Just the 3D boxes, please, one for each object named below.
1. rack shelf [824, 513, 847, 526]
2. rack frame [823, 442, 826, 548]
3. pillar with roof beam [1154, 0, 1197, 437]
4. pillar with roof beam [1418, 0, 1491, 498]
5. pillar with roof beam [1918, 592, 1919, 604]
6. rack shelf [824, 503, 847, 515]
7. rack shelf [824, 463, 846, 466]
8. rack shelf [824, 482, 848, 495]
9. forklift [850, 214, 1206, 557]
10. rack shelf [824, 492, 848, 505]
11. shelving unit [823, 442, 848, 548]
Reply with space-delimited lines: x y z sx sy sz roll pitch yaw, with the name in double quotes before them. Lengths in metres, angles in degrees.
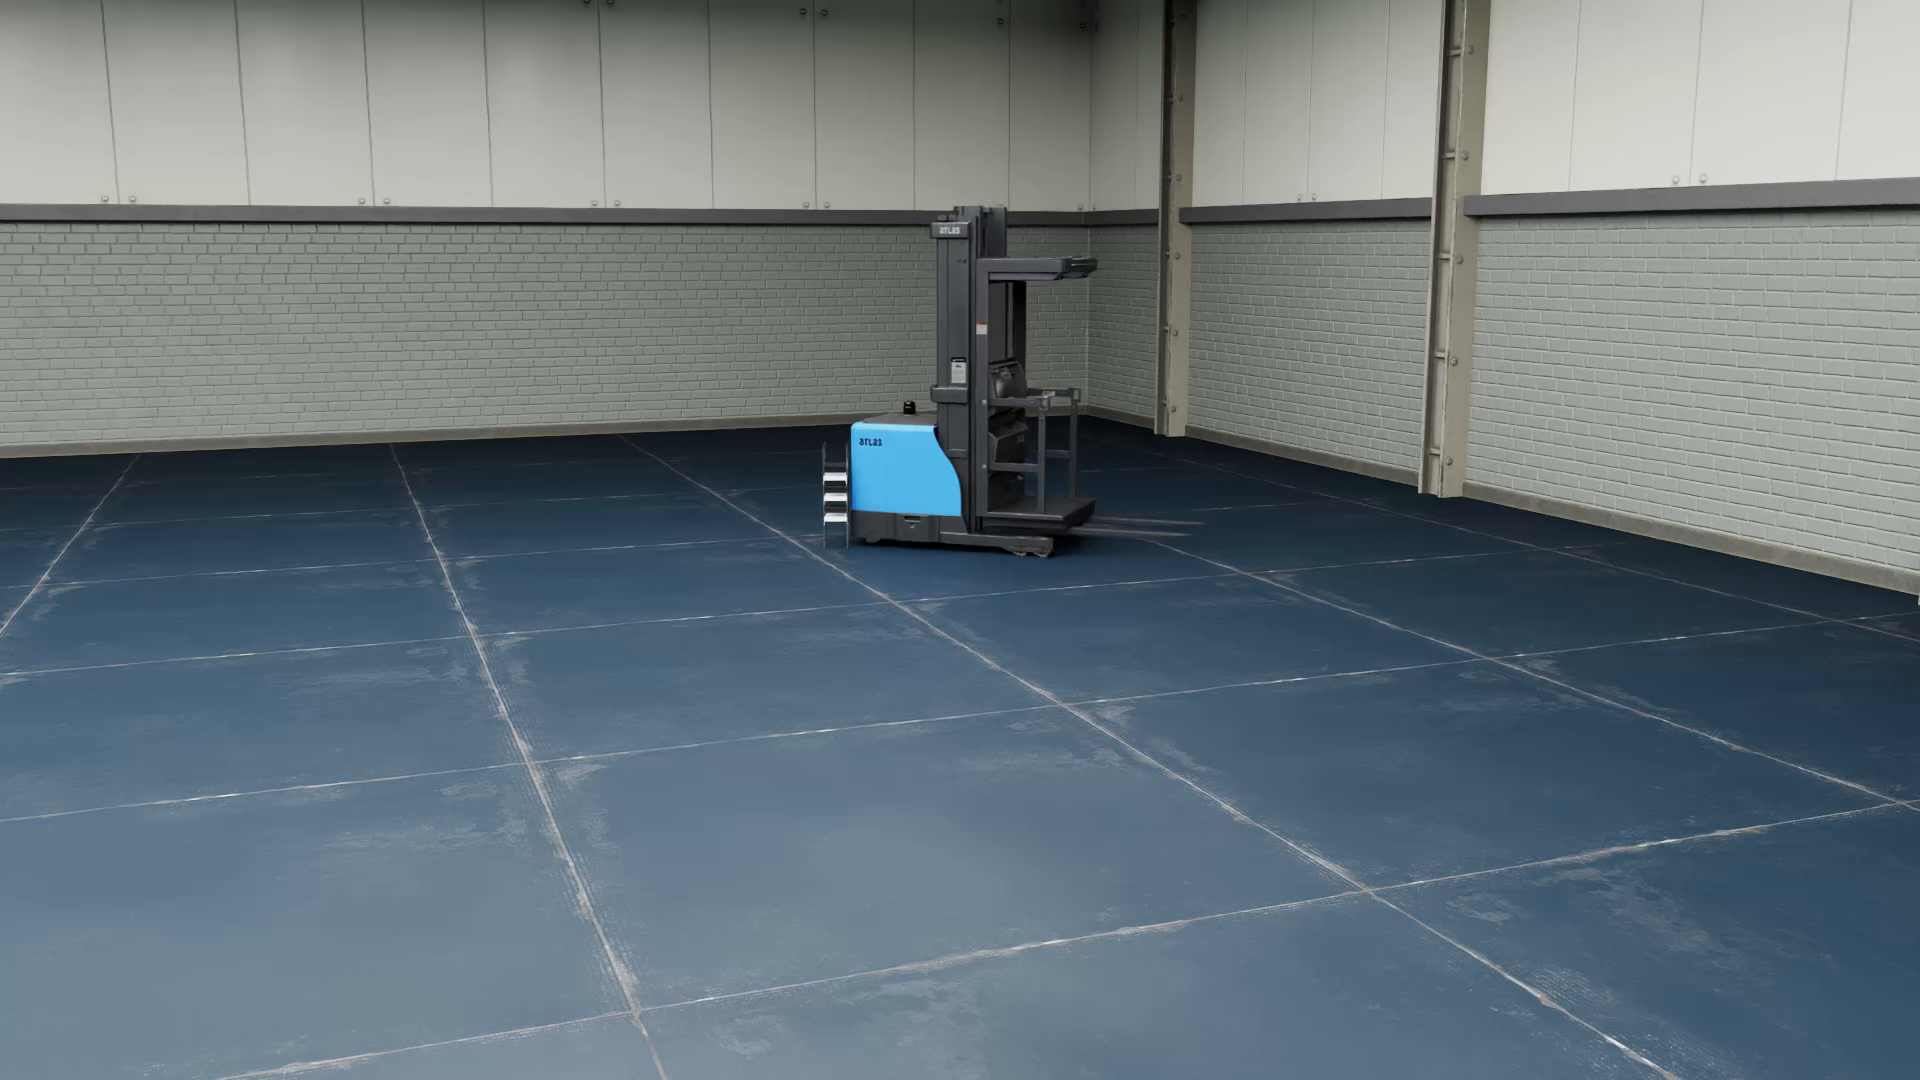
"rack shelf" -1.087 -0.185 14.607 0.200 0.077 0.258 0 10 -2
"rack frame" -1.189 -0.394 14.567 0.006 0.900 0.240 0 10 -2
"pillar with roof beam" -1.081 -5.621 20.827 9.100 9.000 0.400 -4 11 -21
"pillar with roof beam" 1.093 -4.642 15.321 9.100 9.000 0.400 -4 11 -21
"pillar with roof beam" 3.267 -3.663 9.816 9.100 9.000 0.400 -4 11 -21
"rack shelf" -1.087 -0.273 14.591 0.200 0.077 0.258 0 10 -2
"rack shelf" -1.087 -0.648 14.525 0.190 0.026 0.221 0 10 -2
"rack shelf" -1.087 -0.451 14.560 0.200 0.077 0.258 0 10 -2
"forklift" 0.604 -1.369 14.430 3.031 2.867 1.129 4 11 19
"rack shelf" -1.087 -0.362 14.576 0.200 0.077 0.258 0 10 -2
"shelving unit" -1.089 -0.395 14.570 0.205 0.900 0.258 0 10 -2
